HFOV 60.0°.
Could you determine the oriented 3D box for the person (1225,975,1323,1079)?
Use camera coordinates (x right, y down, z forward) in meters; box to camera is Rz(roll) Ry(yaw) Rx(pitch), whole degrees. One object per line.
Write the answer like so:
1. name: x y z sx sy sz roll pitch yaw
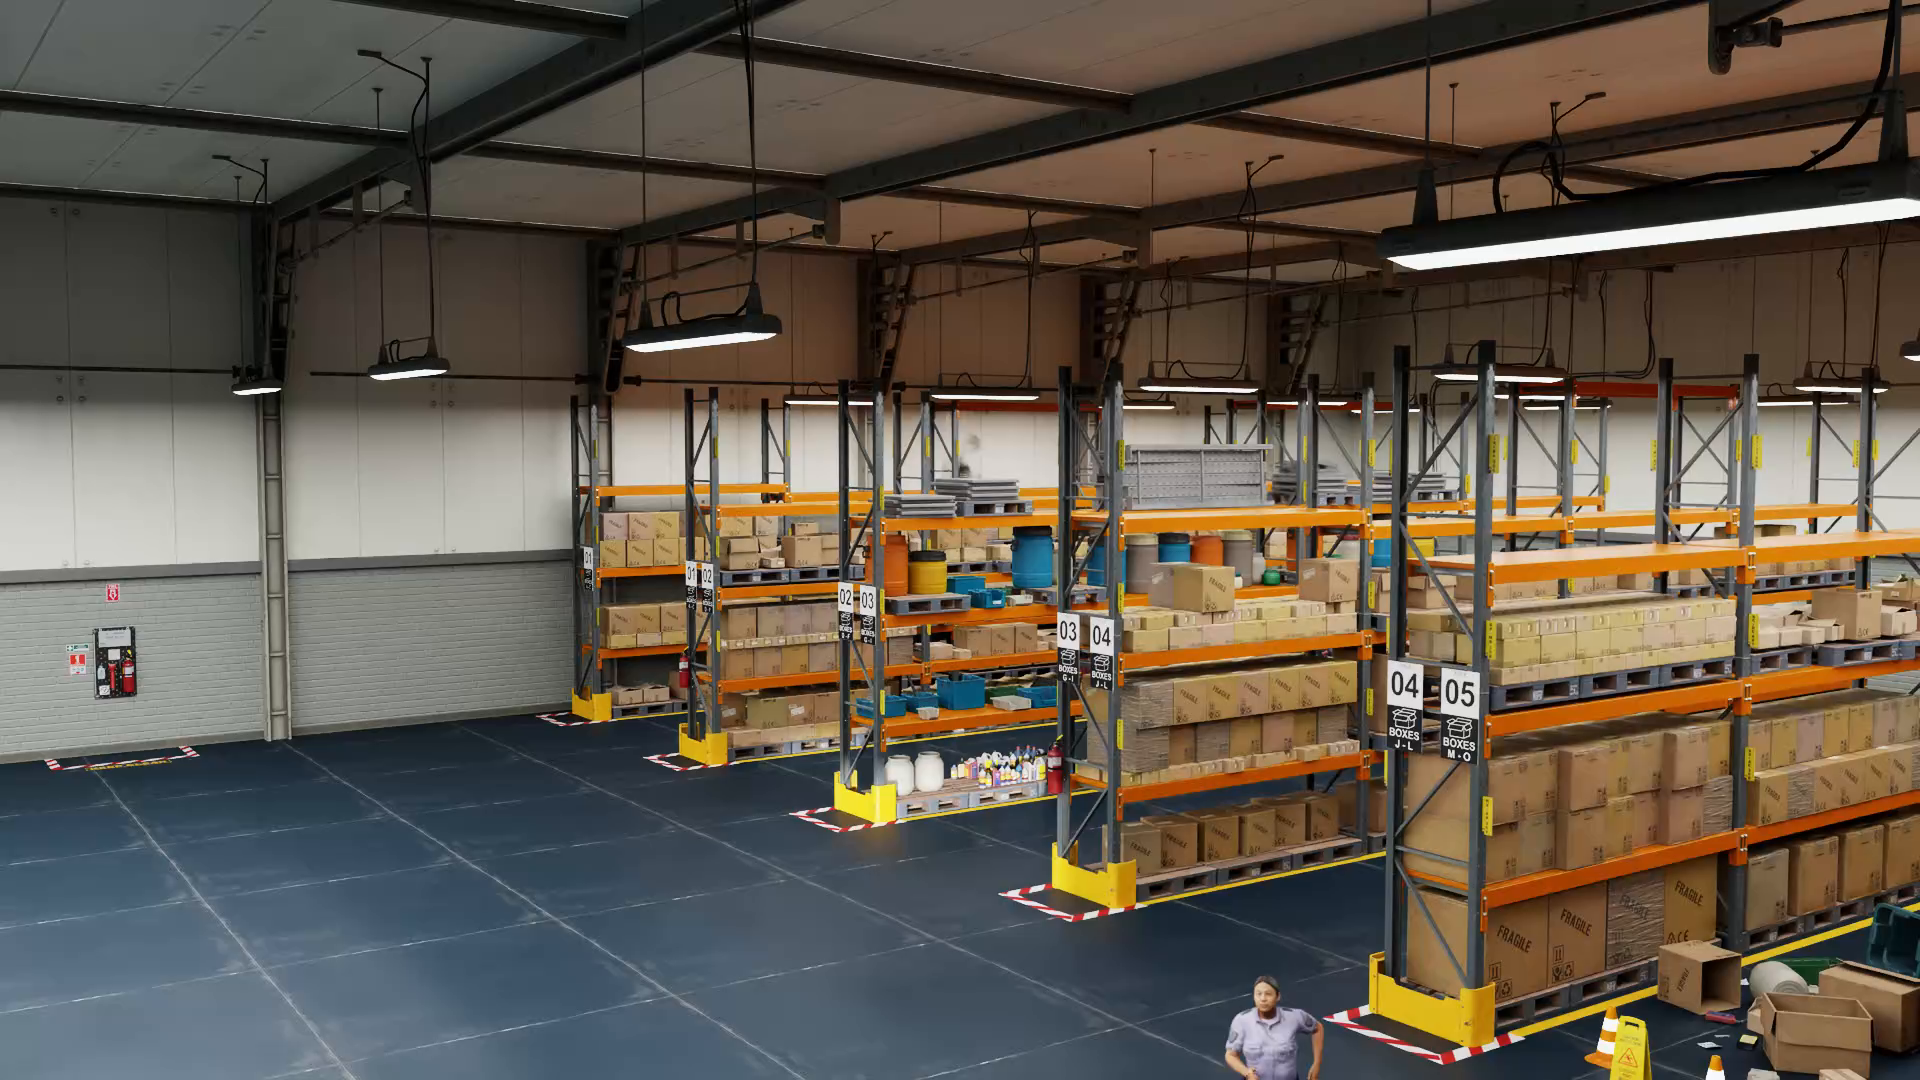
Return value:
1. person: 2.073 3.679 11.013 0.618 1.624 0.827 1 4 16
